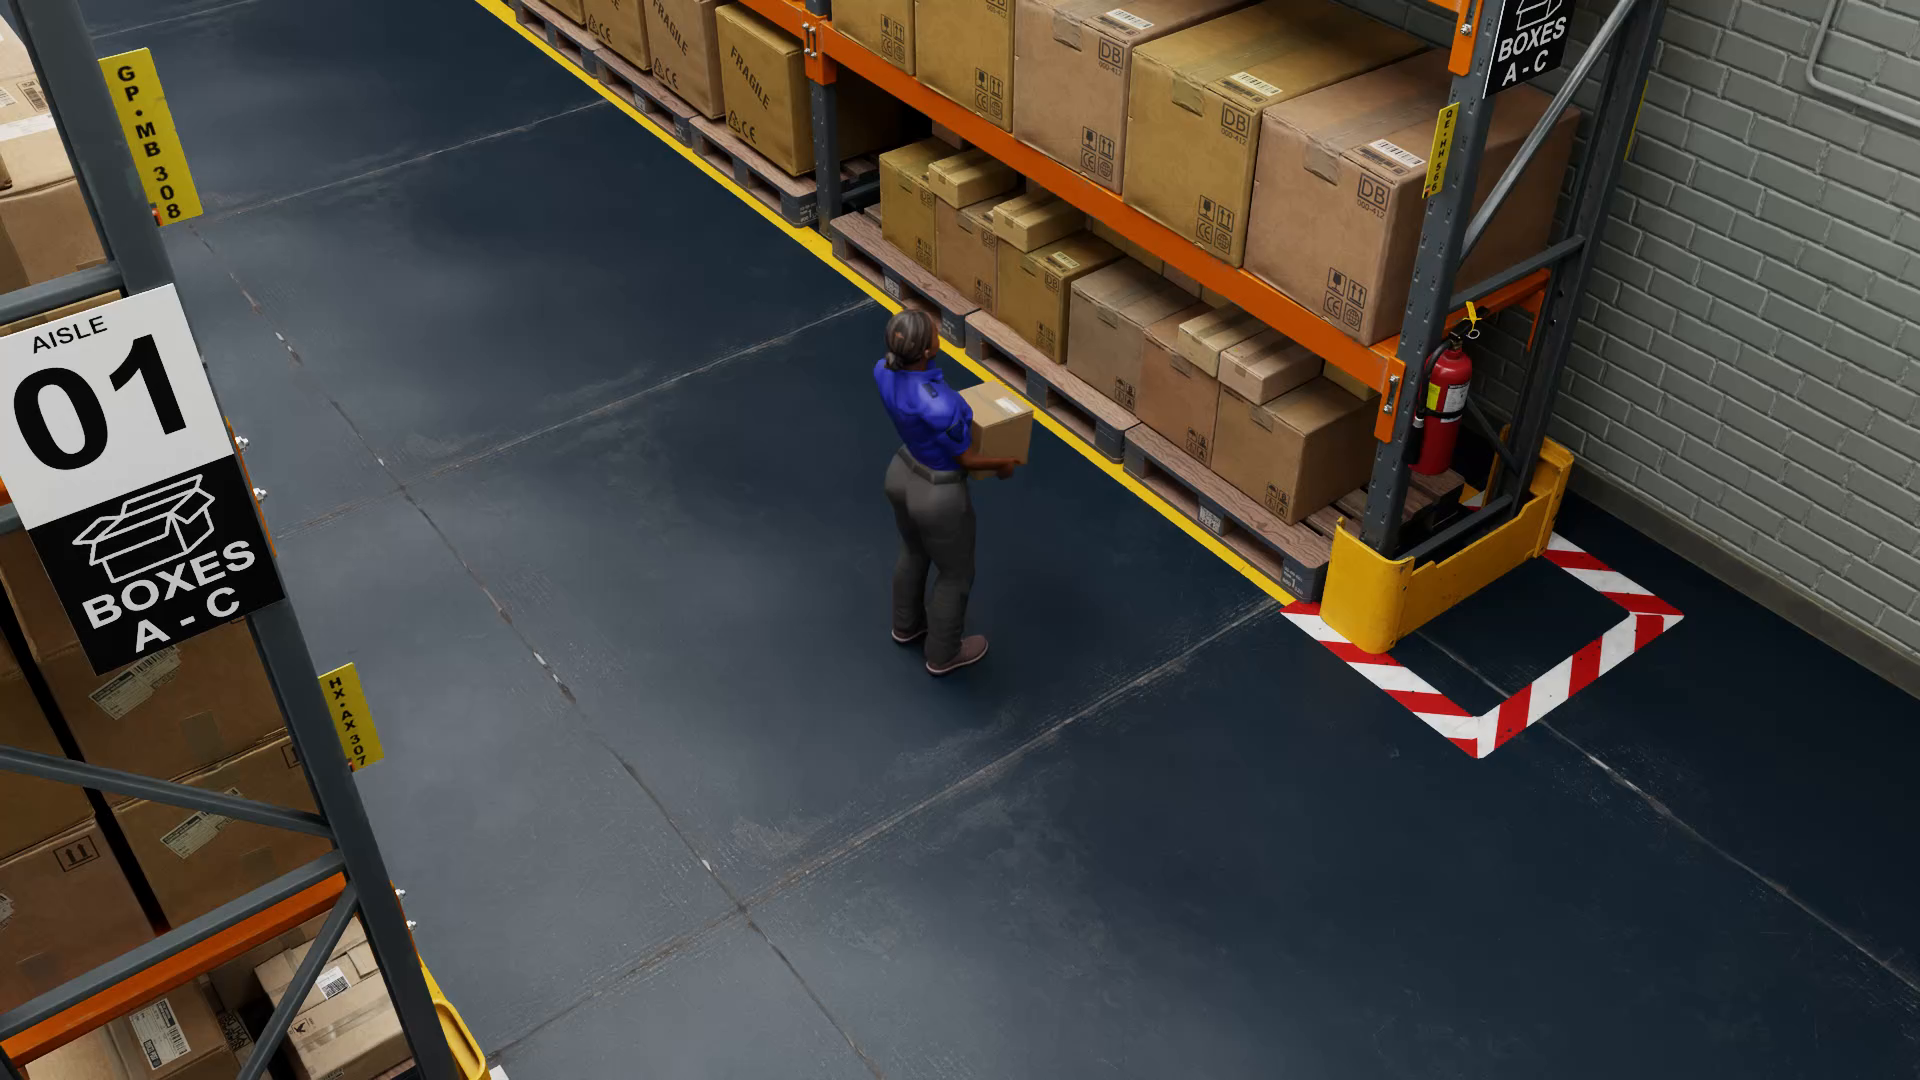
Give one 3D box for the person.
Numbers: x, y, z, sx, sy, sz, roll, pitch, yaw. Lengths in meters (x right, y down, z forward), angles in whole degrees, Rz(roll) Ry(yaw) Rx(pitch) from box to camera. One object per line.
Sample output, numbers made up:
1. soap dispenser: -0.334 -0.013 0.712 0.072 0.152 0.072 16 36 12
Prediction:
1. person: -0.051 -0.218 6.424 0.517 1.646 0.450 -26 47 -27
